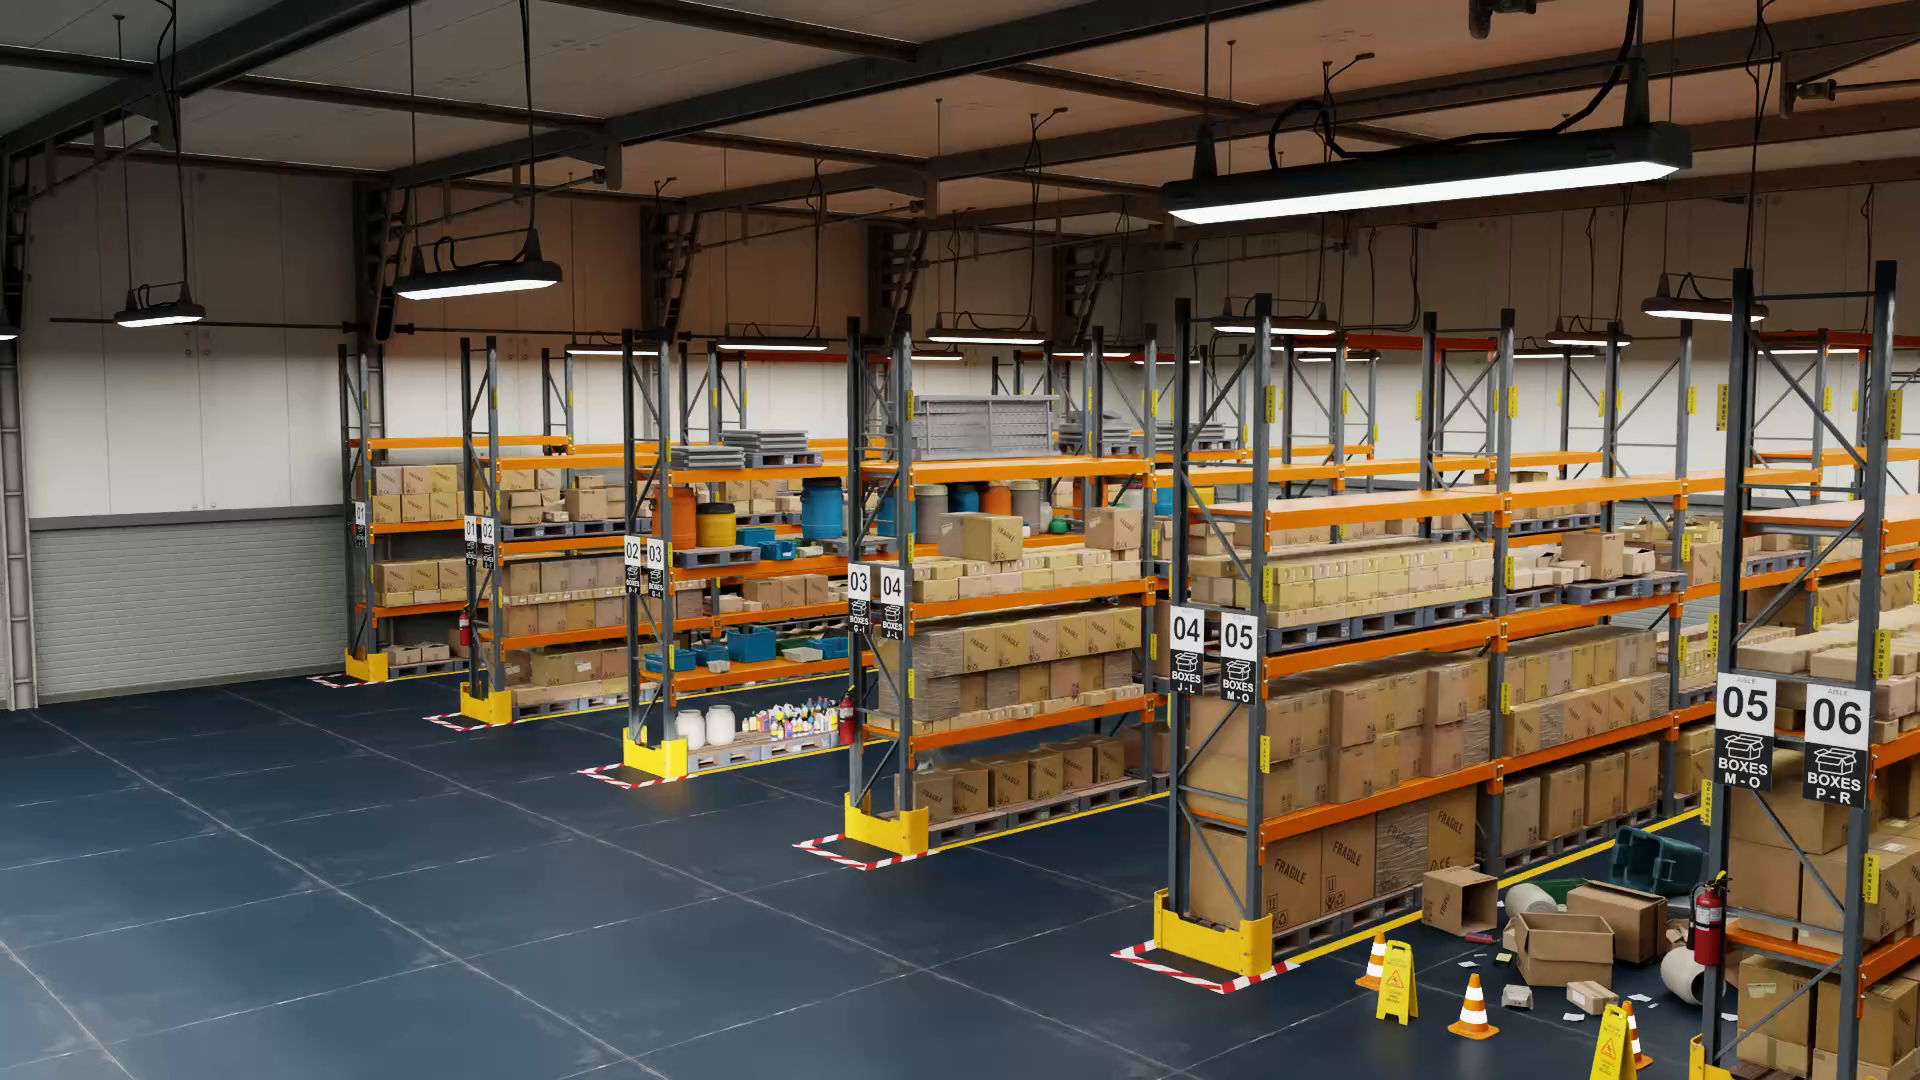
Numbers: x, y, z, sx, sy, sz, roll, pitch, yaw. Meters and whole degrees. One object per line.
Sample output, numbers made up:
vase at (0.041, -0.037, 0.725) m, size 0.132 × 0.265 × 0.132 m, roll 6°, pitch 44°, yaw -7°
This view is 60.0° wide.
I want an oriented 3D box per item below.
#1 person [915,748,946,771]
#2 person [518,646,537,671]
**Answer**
person at (-0.476, 2.413, 22.062) m, size 0.544 × 1.535 × 0.901 m, roll 5°, pitch 7°, yaw 44°
person at (-7.418, 1.767, 28.406) m, size 0.668 × 1.752 × 1.000 m, roll 4°, pitch 6°, yaw 38°
